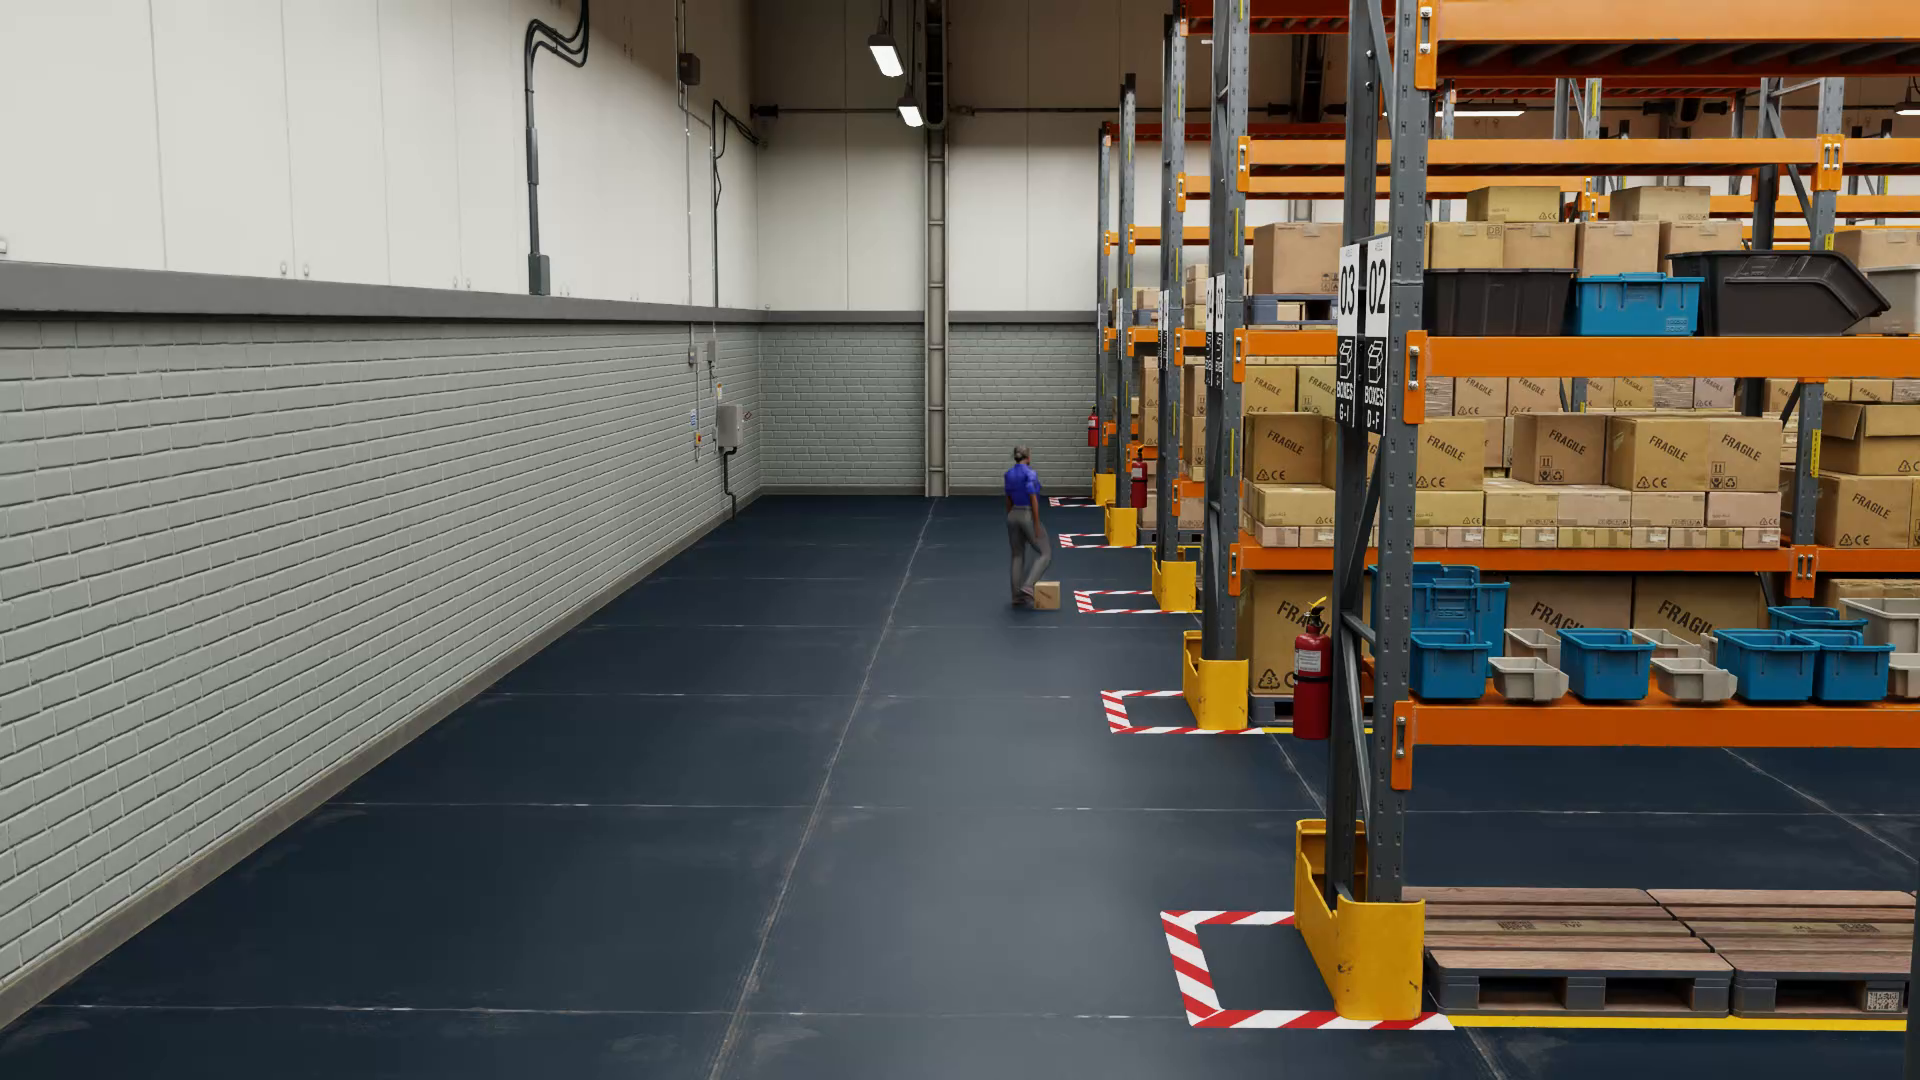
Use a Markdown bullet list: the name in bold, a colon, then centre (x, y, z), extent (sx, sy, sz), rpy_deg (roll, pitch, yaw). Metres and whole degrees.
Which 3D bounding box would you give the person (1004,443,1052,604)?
- **person**: centre (0.669, -0.151, 17.047), extent (0.640, 1.632, 0.440), rpy_deg (7, 10, 43)
